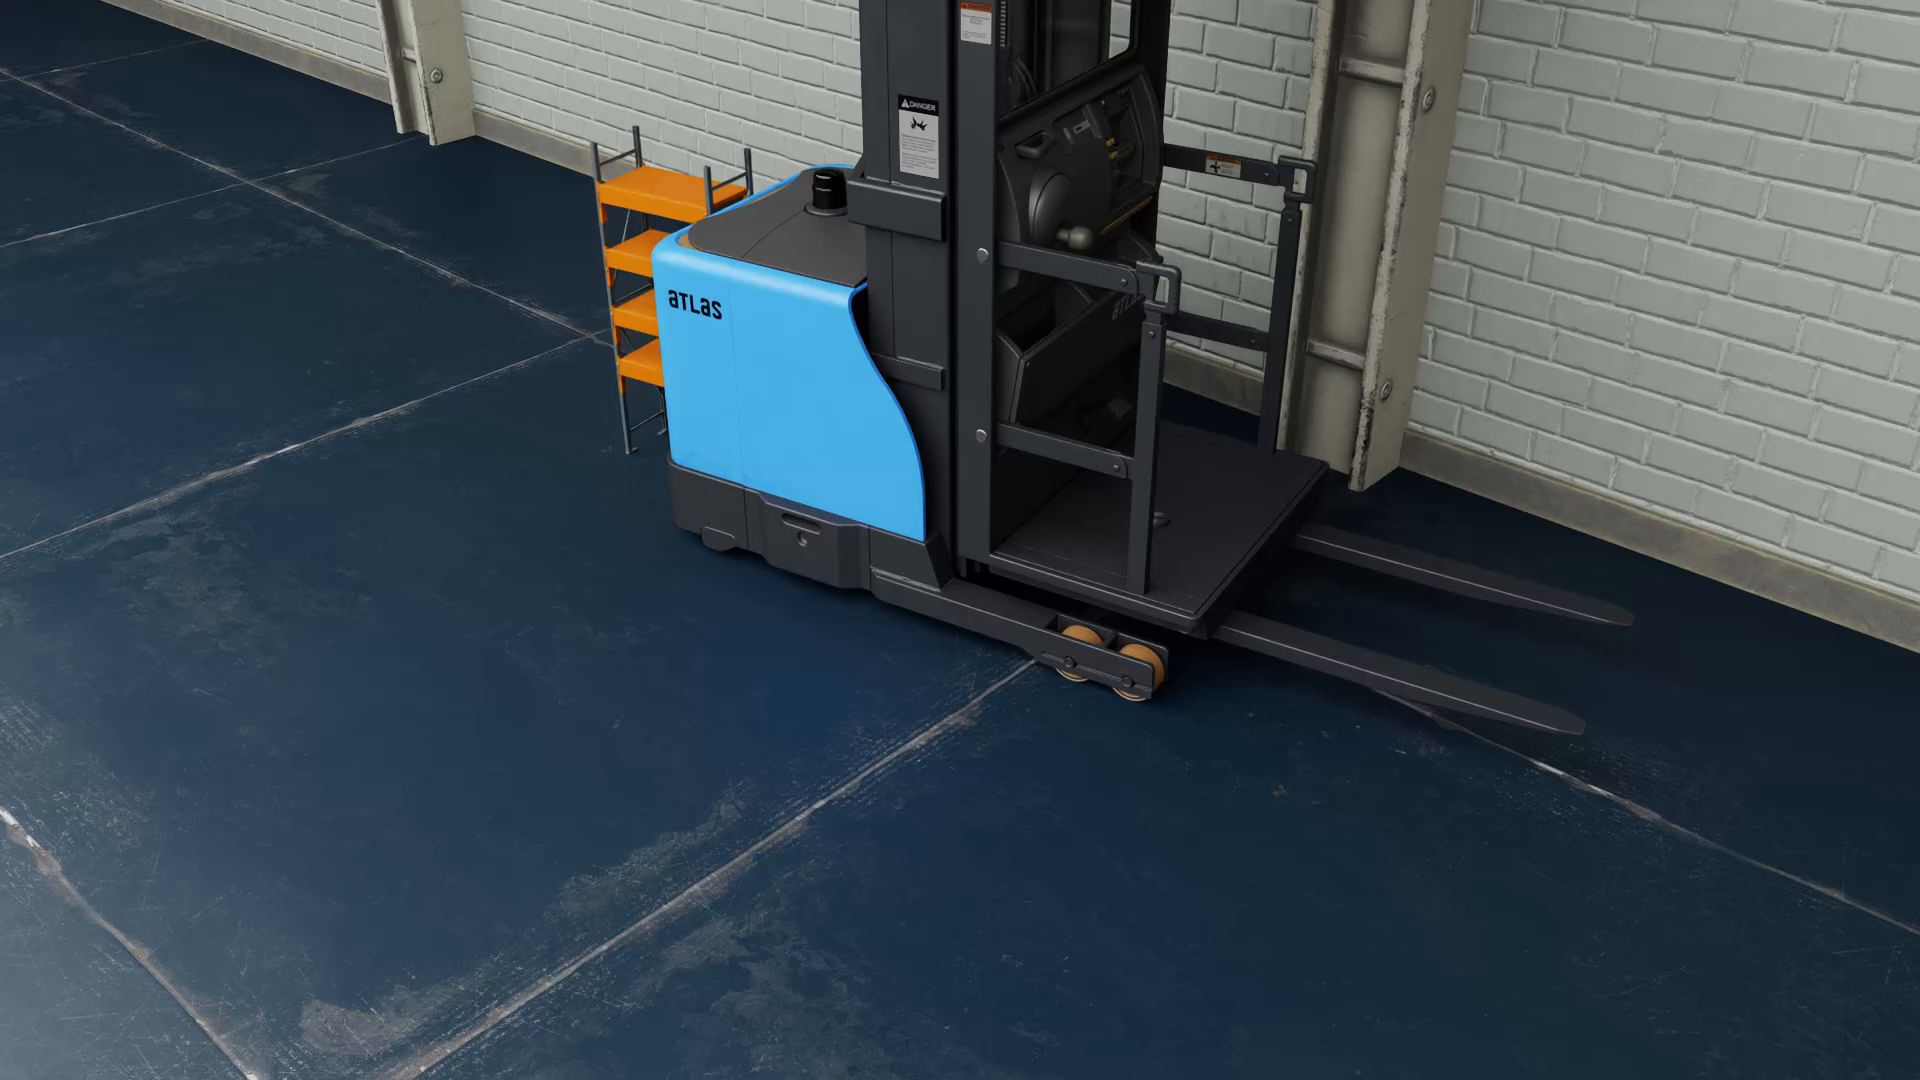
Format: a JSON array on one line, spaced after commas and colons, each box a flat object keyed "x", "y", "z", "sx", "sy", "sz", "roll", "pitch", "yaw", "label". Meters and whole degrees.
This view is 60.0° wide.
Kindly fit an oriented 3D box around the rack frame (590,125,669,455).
[{"x": -1.195, "y": -0.891, "z": 6.066, "sx": 0.015, "sy": 1.200, "sz": 0.240, "roll": 17, "pitch": 35, "yaw": 26, "label": "rack frame"}]

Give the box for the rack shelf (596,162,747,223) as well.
[{"x": -0.985, "y": -1.163, "z": 5.757, "sx": 0.480, "sy": 0.148, "sz": 0.258, "roll": 17, "pitch": 35, "yaw": 26, "label": "rack shelf"}]

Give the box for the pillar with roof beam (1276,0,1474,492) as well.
[{"x": -1.479, "y": -2.509, "z": 1.192, "sx": 0.400, "sy": 9.000, "sz": 9.100, "roll": 25, "pitch": 39, "yaw": 35, "label": "pillar with roof beam"}]

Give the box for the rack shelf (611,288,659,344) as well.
[{"x": -0.985, "y": -0.769, "z": 5.994, "sx": 0.480, "sy": 0.148, "sz": 0.258, "roll": 17, "pitch": 35, "yaw": 26, "label": "rack shelf"}]

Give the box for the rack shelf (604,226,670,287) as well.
[{"x": -0.985, "y": -0.960, "z": 5.879, "sx": 0.480, "sy": 0.148, "sz": 0.258, "roll": 17, "pitch": 35, "yaw": 26, "label": "rack shelf"}]

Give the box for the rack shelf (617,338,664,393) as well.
[{"x": -0.985, "y": -0.599, "z": 6.096, "sx": 0.480, "sy": 0.148, "sz": 0.258, "roll": 17, "pitch": 35, "yaw": 26, "label": "rack shelf"}]

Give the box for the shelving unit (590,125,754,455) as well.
[{"x": -0.985, "y": -0.826, "z": 5.959, "sx": 0.503, "sy": 1.200, "sz": 0.258, "roll": 17, "pitch": 35, "yaw": 26, "label": "shelving unit"}]

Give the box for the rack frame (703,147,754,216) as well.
[{"x": -0.776, "y": -0.762, "z": 5.852, "sx": 0.015, "sy": 1.200, "sz": 0.240, "roll": 17, "pitch": 35, "yaw": 26, "label": "rack frame"}]

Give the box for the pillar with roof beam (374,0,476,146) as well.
[{"x": -5.928, "y": -4.585, "z": 4.641, "sx": 0.400, "sy": 9.000, "sz": 9.100, "roll": 25, "pitch": 39, "yaw": 35, "label": "pillar with roof beam"}]

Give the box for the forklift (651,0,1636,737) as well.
[{"x": 0.538, "y": -1.090, "z": 4.719, "sx": 3.031, "sy": 2.935, "sz": 1.130, "roll": 17, "pitch": 35, "yaw": 26, "label": "forklift"}]
